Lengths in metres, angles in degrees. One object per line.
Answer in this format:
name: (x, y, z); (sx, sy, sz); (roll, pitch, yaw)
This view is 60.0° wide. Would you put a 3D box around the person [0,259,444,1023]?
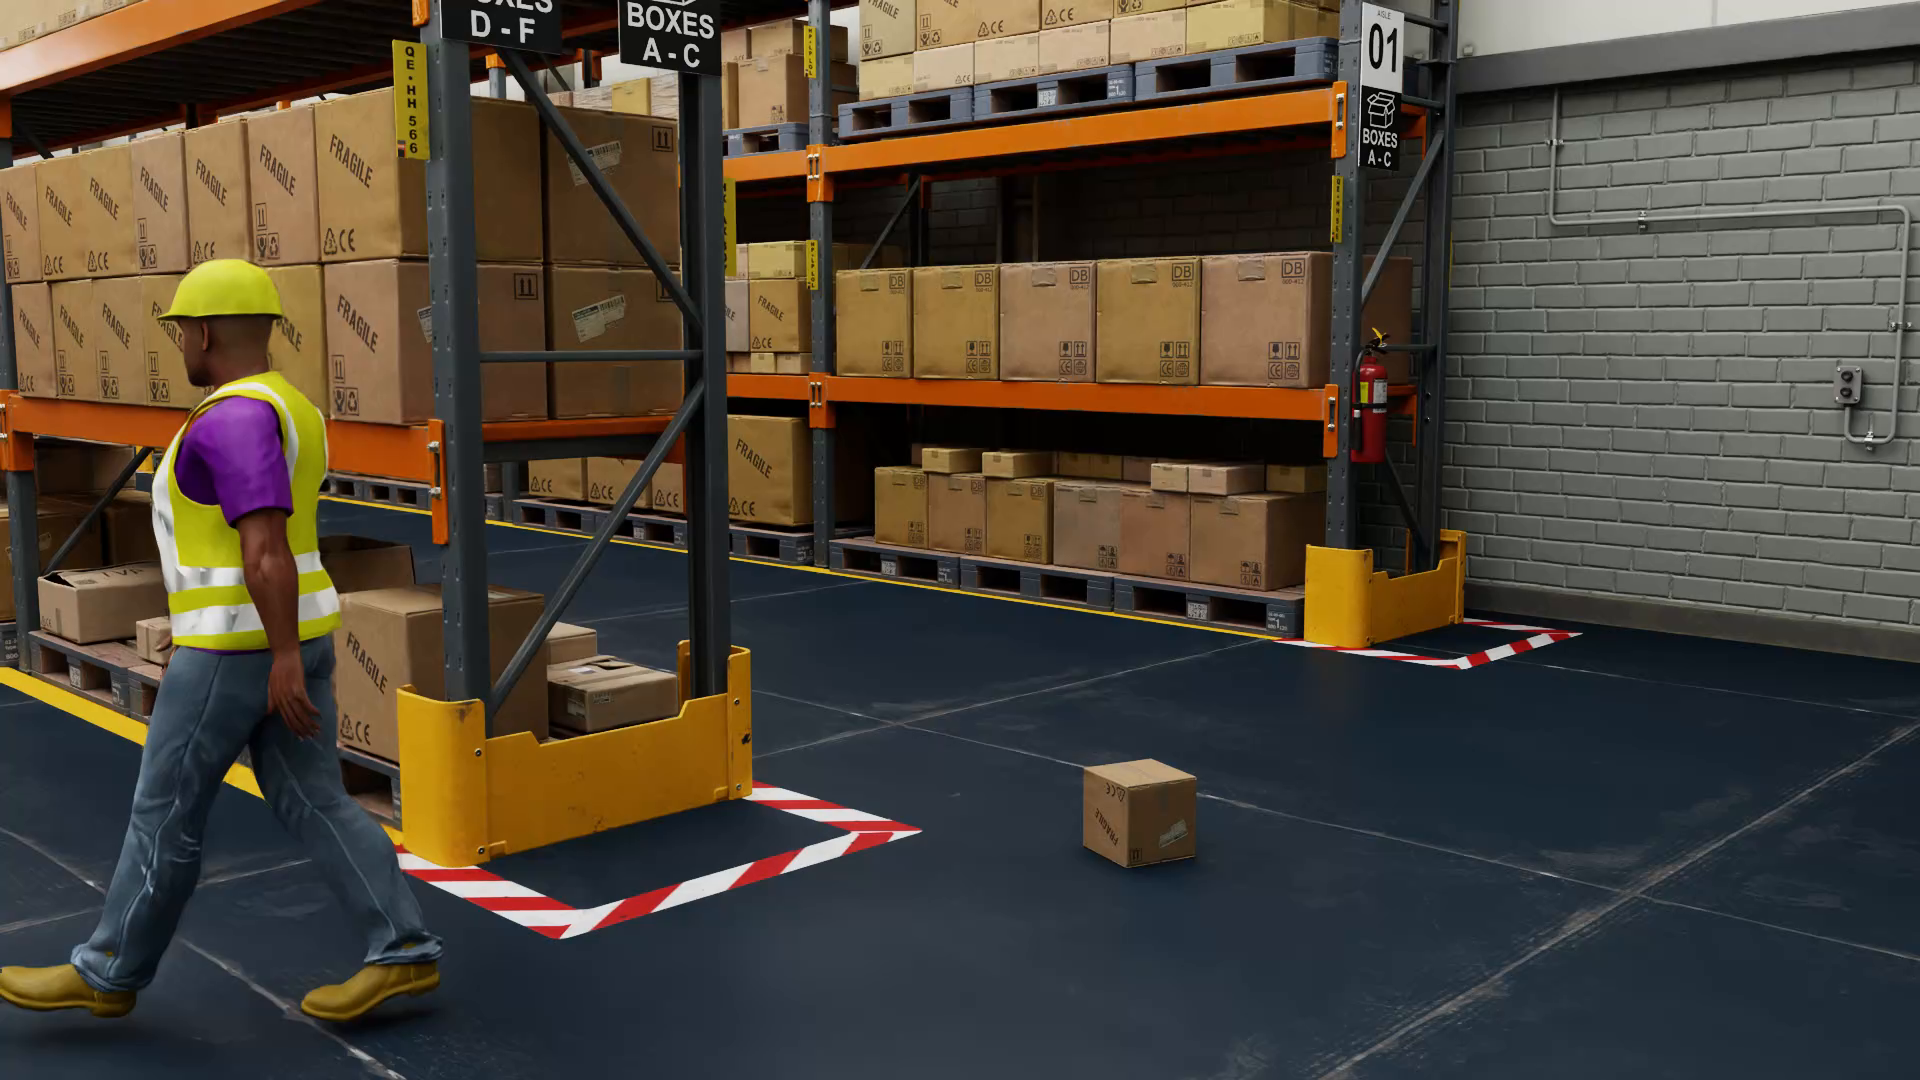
person: (-1.698, 0.224, 3.793); (0.986, 1.711, 0.631); (0, 7, -3)
